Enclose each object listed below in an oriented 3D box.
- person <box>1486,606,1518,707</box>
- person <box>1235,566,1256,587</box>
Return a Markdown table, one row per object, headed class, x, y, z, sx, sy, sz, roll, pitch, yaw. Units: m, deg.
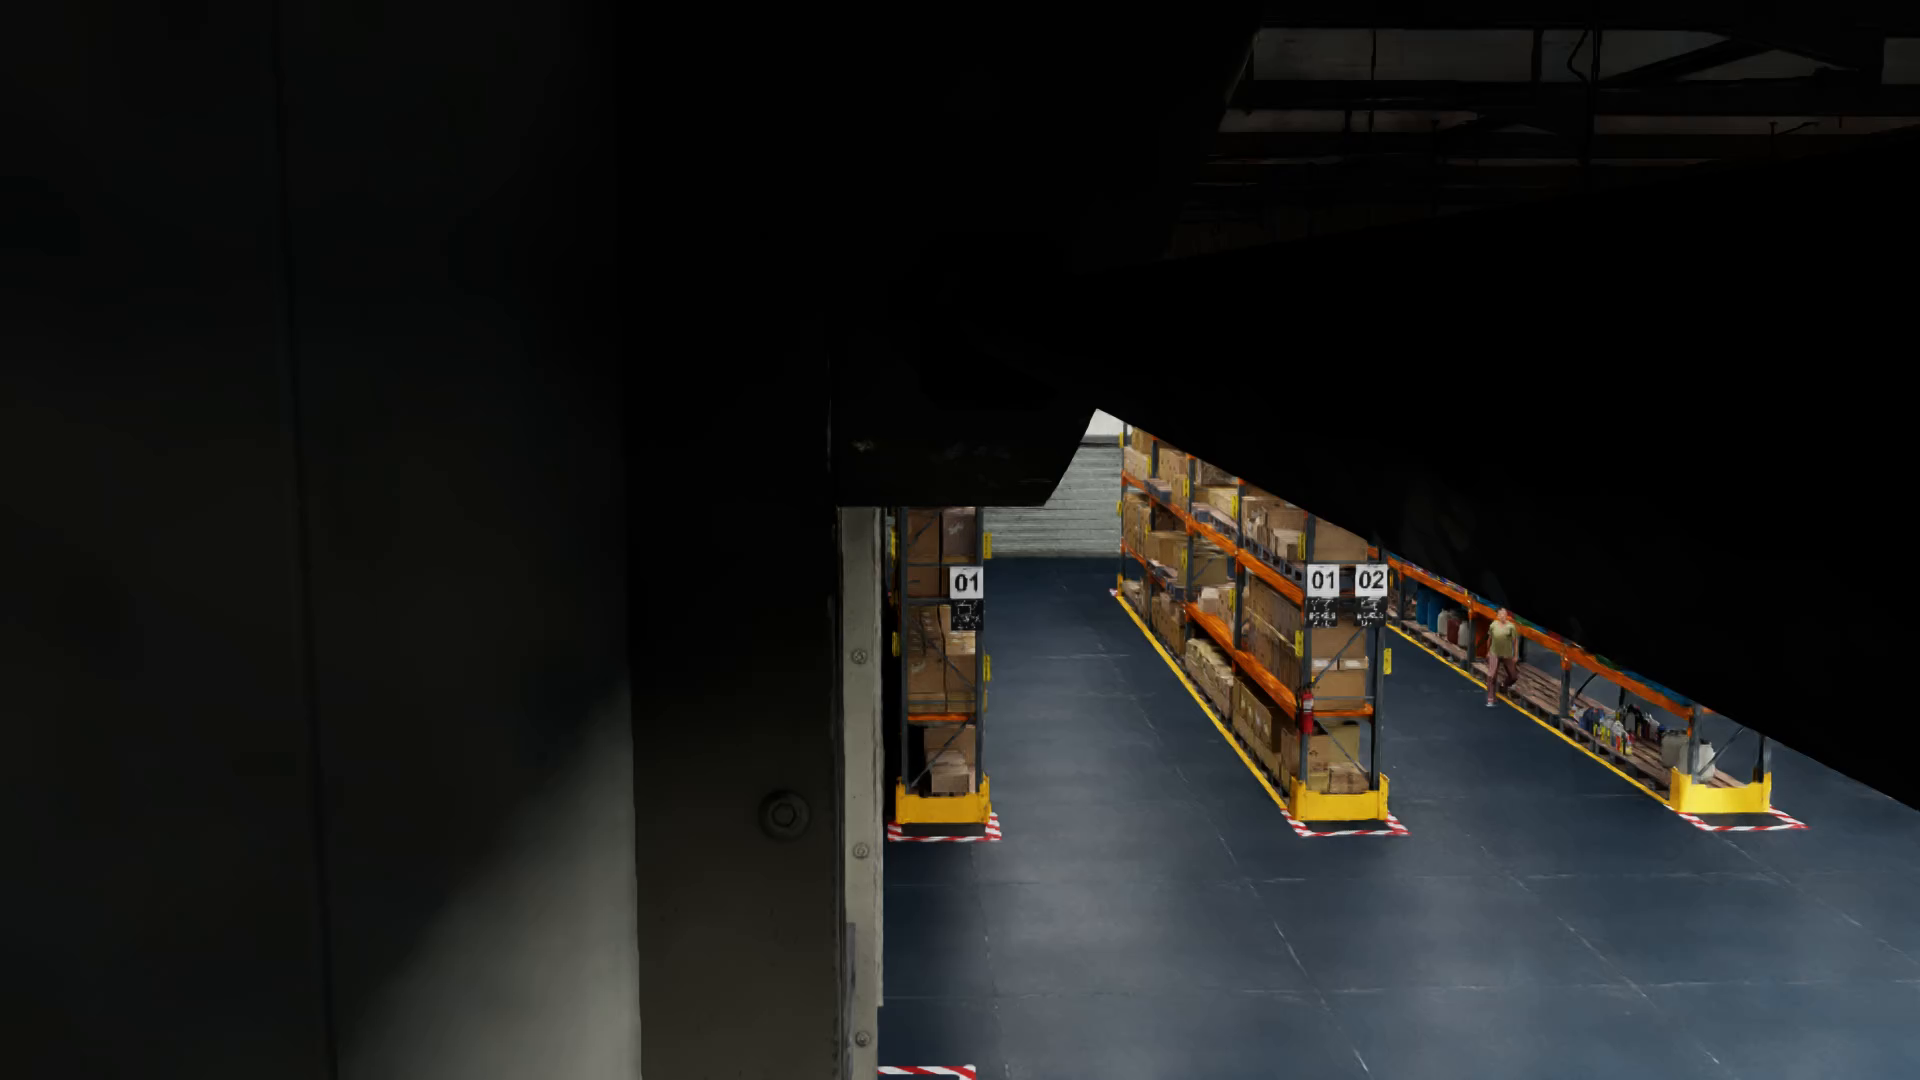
| class | x | y | z | sx | sy | sz | roll | pitch | yaw |
| --- | --- | --- | --- | --- | --- | --- | --- | --- | --- |
| person | 8.645 | 1.819 | 26.503 | 0.495 | 1.611 | 0.962 | 3 | 8 | 18 |
| person | 5.654 | 0.919 | 32.822 | 0.447 | 1.585 | 1.087 | 0 | 8 | -1 |
